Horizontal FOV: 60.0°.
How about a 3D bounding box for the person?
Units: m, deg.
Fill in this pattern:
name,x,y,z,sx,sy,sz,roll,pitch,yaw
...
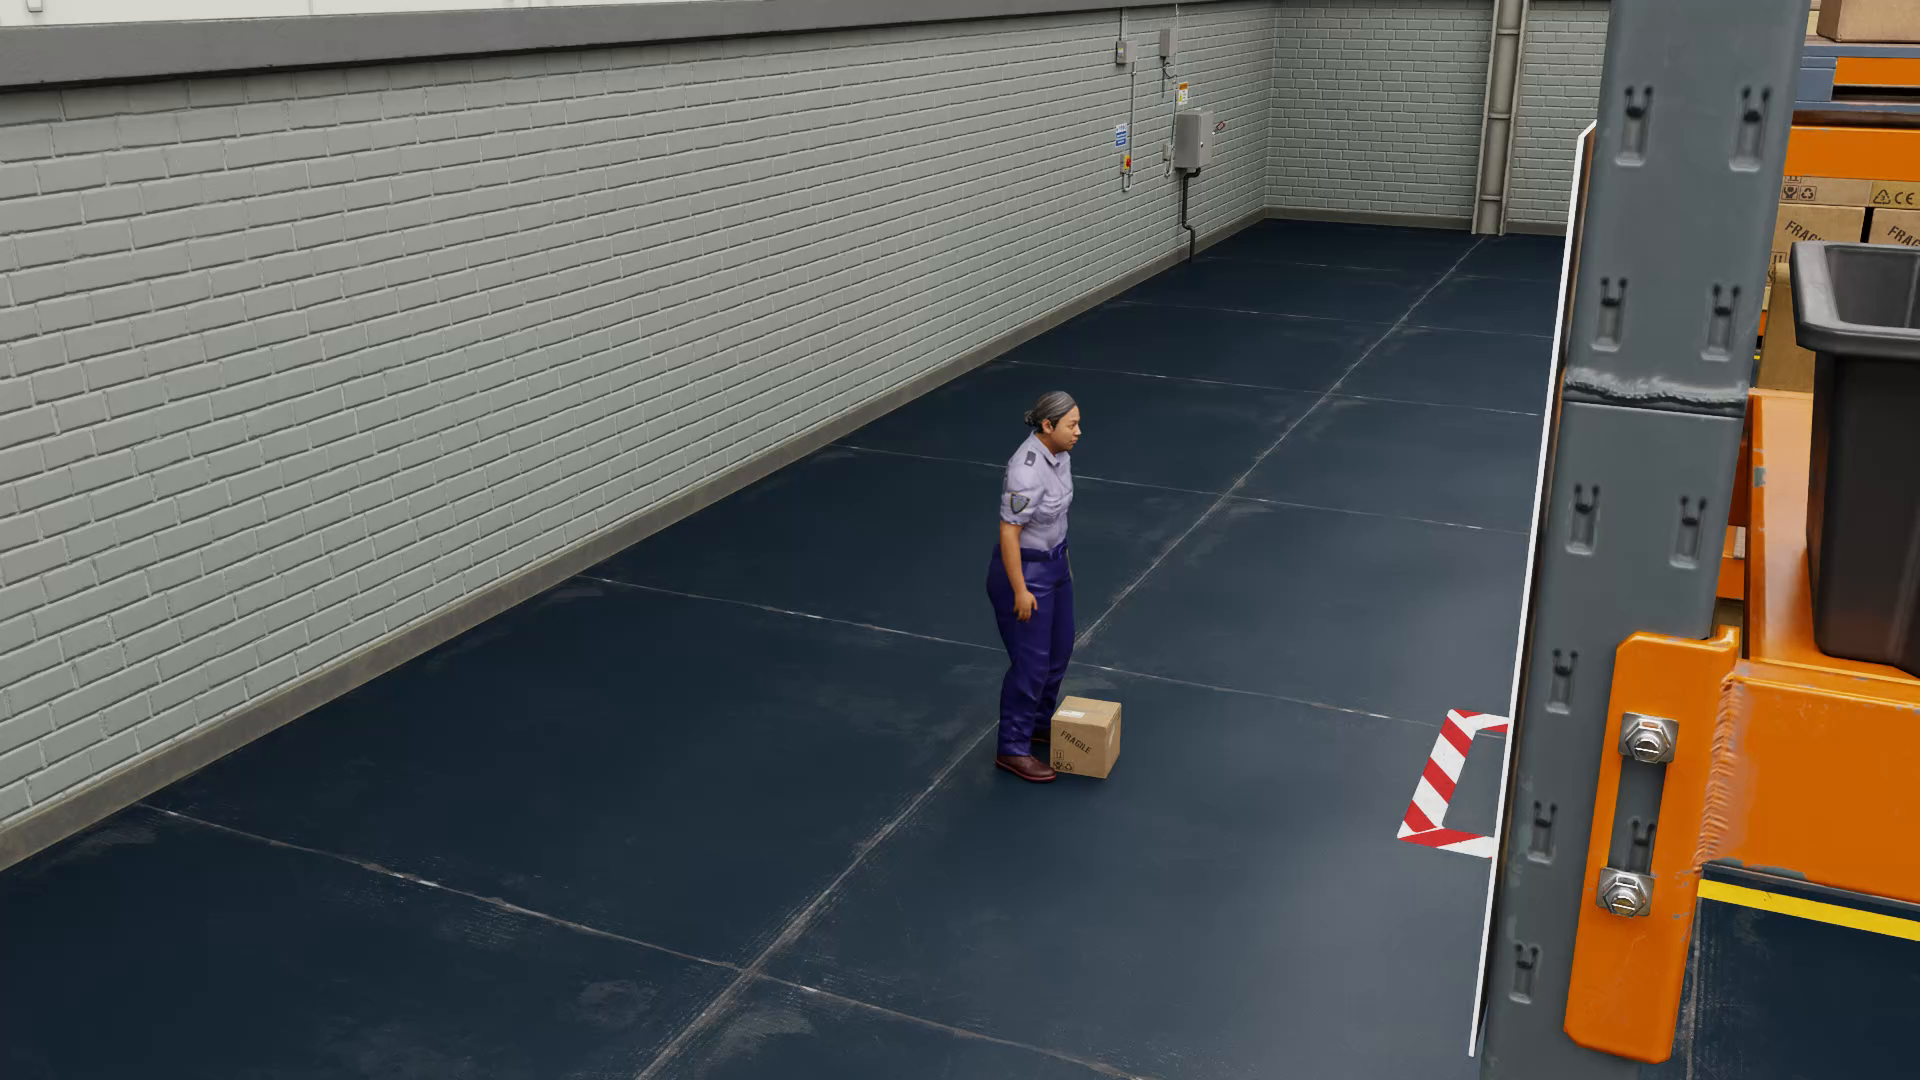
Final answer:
name,x,y,z,sx,sy,sz,roll,pitch,yaw
person,0.325,0.165,7.104,0.373,1.651,0.537,8,21,22
